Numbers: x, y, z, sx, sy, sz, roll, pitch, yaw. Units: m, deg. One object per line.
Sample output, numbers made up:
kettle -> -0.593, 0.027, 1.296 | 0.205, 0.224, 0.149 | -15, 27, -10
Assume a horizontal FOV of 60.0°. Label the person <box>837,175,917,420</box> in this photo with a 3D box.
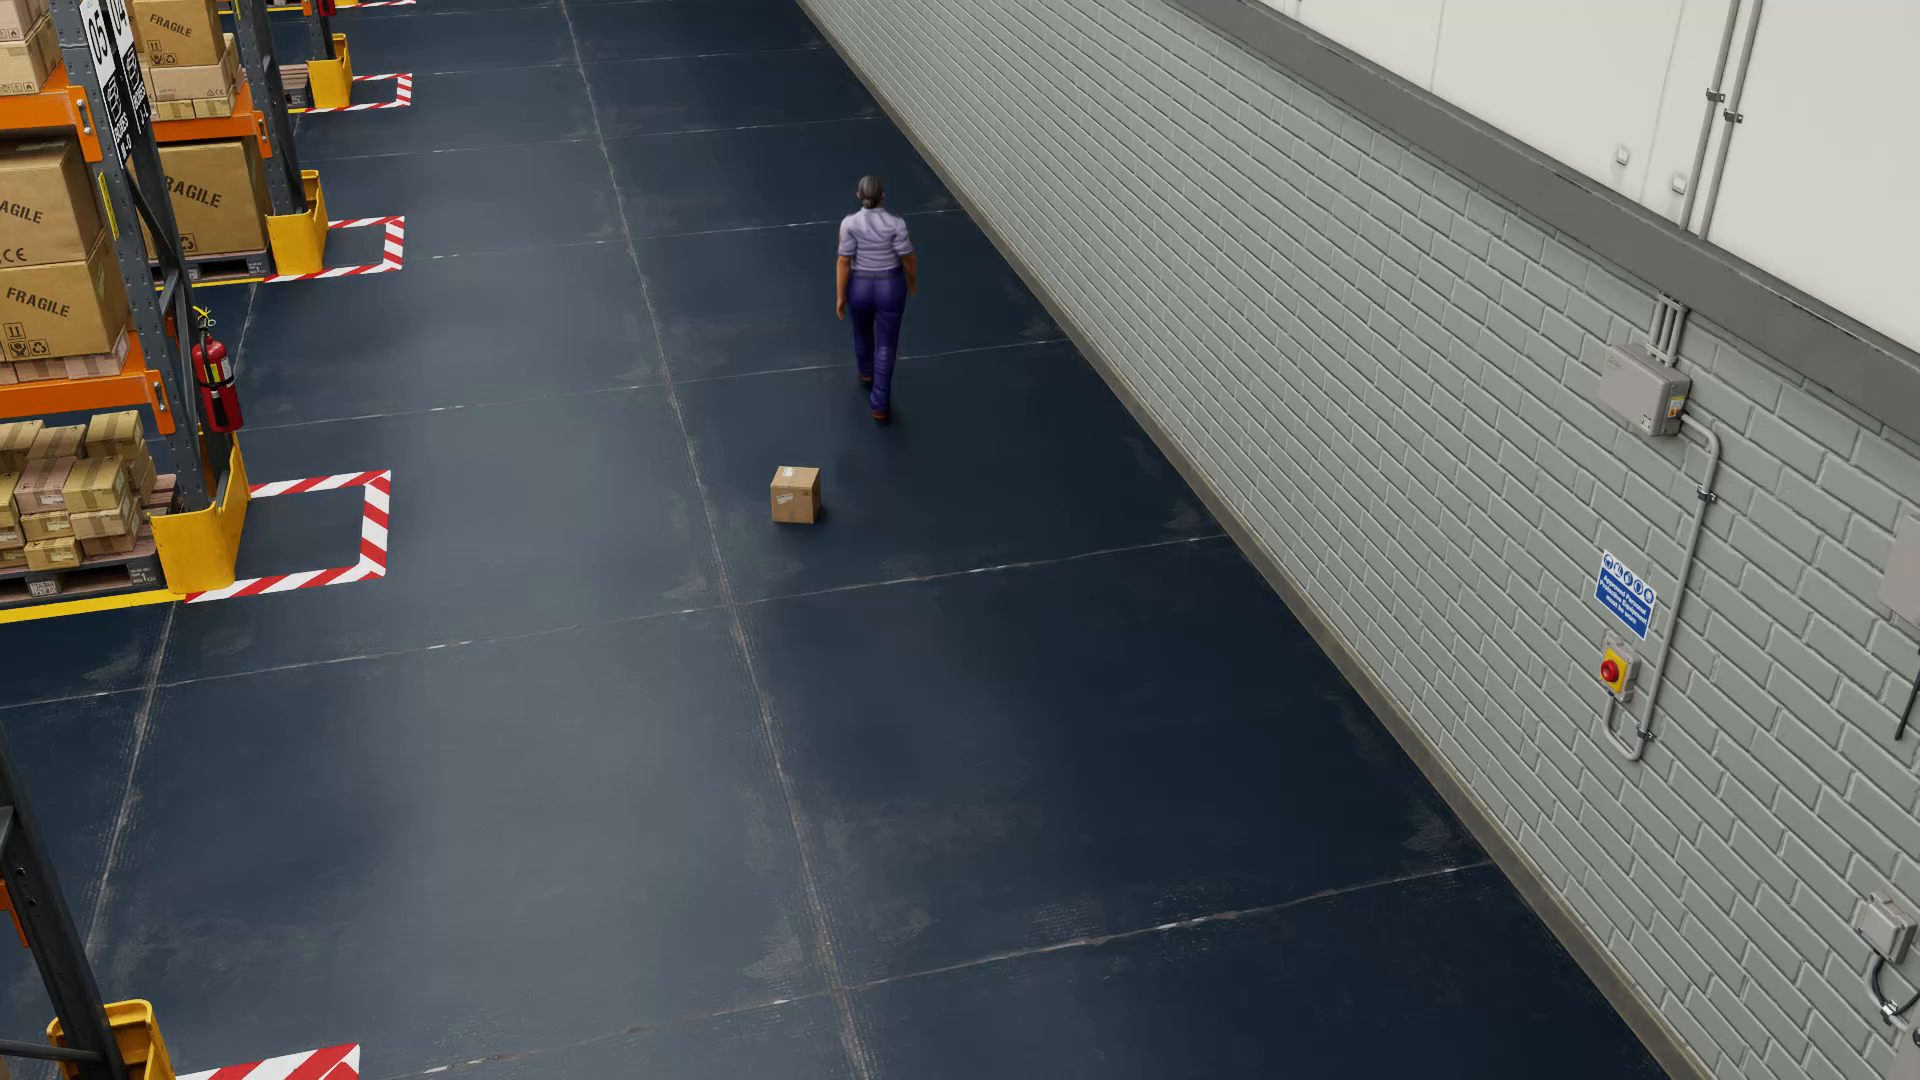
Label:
person -> -0.540, -1.674, 11.098 | 0.512, 1.612, 0.880 | 3, 31, 5
